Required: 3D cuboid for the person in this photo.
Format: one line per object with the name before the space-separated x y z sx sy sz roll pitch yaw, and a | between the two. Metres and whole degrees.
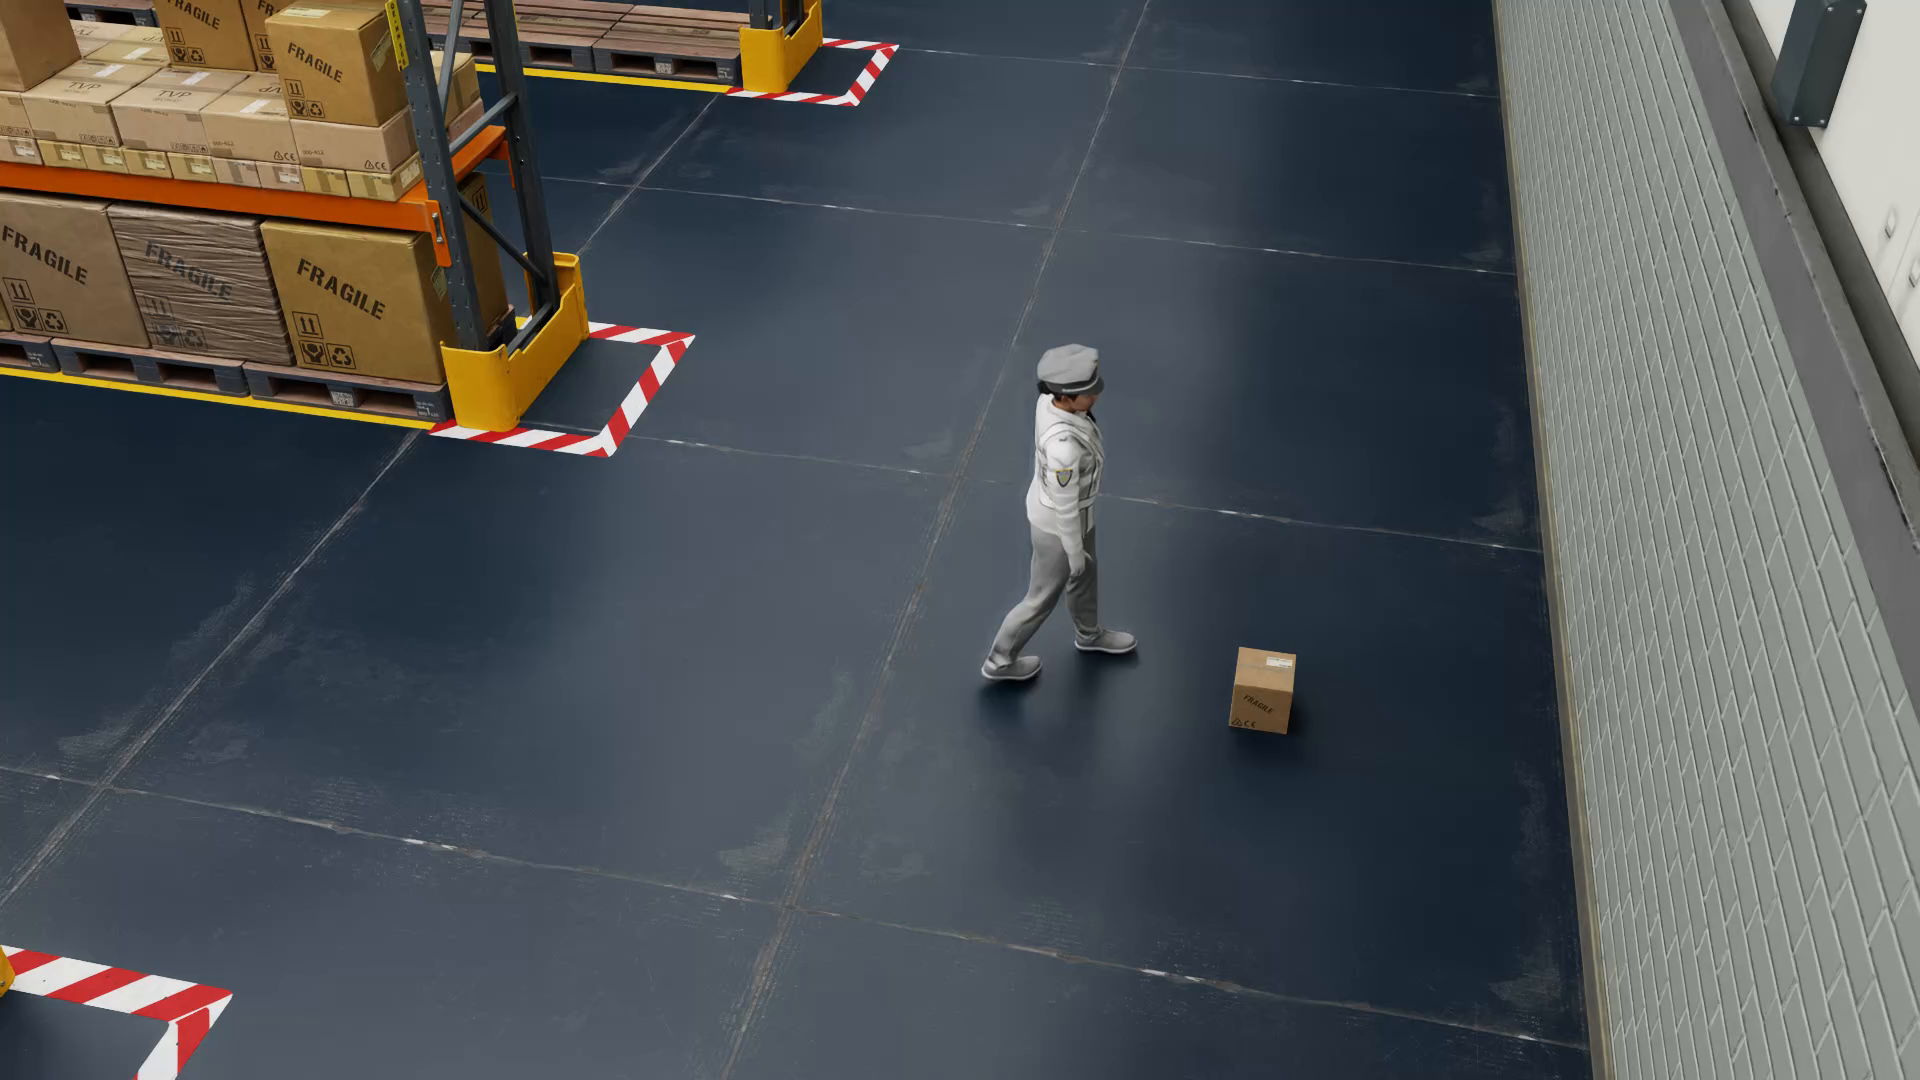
person | 0.455 -0.092 7.069 0.716 1.647 0.507 0 37 0
